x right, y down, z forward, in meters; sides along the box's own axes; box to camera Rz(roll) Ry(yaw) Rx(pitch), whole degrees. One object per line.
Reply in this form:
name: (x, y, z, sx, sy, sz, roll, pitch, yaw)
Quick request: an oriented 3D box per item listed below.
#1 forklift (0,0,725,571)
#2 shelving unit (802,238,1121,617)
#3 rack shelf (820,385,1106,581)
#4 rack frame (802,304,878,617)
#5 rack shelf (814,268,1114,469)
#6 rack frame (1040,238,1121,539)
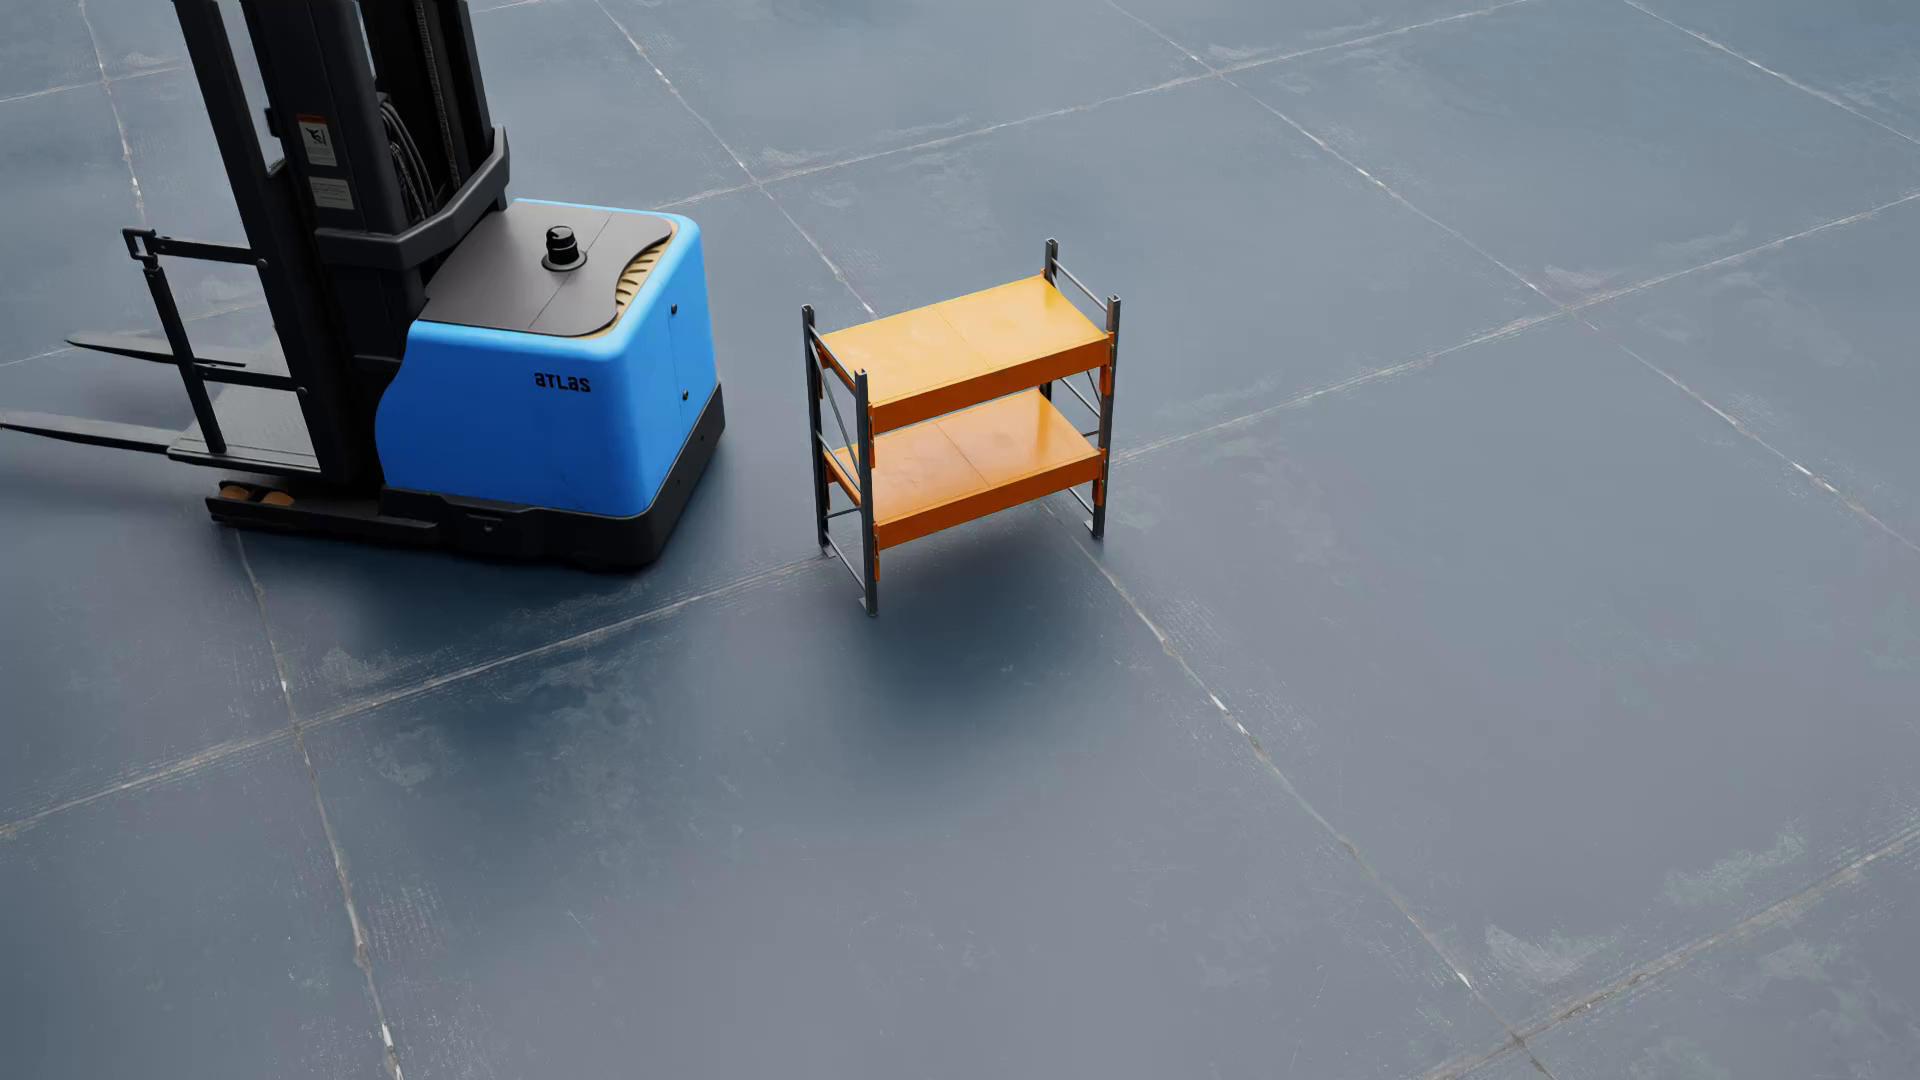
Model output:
forklift: (-2.589, -1.476, 6.225, 3.031, 2.935, 1.130, 8, 41, 9)
shelving unit: (0.006, -0.431, 6.389, 1.048, 1.125, 0.538, -19, 44, -21)
rack shelf: (0.006, -0.245, 6.547, 1.000, 0.278, 0.538, -19, 44, -21)
rack frame: (-0.445, -0.280, 6.210, 0.032, 1.125, 0.500, -19, 44, -21)
rack shelf: (0.006, -0.655, 6.200, 1.000, 0.278, 0.538, -19, 44, -21)
rack frame: (0.457, -0.583, 6.568, 0.032, 1.125, 0.500, -19, 44, -21)
